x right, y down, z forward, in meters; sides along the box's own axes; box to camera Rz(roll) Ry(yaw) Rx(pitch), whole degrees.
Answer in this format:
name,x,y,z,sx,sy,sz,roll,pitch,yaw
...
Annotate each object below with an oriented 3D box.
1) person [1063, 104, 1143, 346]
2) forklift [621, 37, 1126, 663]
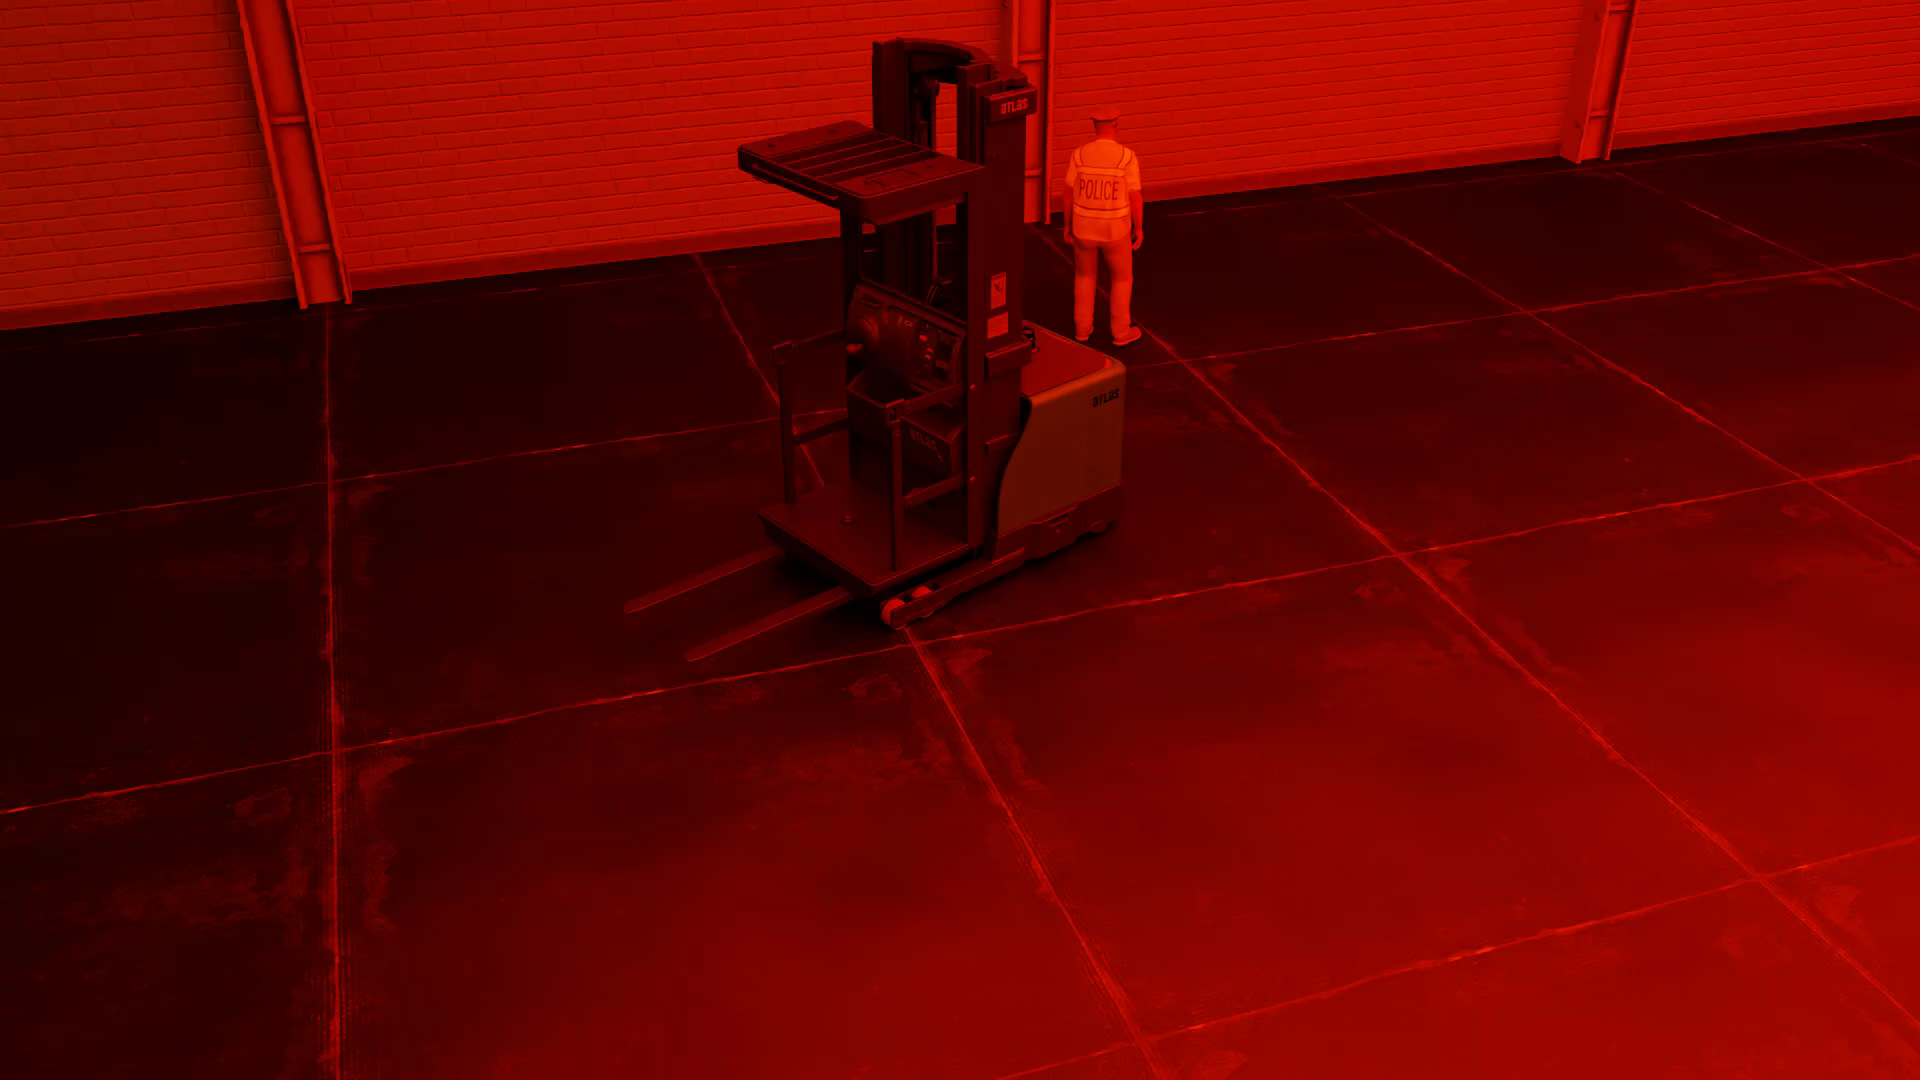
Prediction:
name,x,y,z,sx,sy,sz,roll,pitch,yaw
person,1.054,-2.292,12.253,0.607,1.750,0.438,9,31,15
forklift,-0.461,-1.072,8.951,3.031,2.935,1.130,-23,37,-34
